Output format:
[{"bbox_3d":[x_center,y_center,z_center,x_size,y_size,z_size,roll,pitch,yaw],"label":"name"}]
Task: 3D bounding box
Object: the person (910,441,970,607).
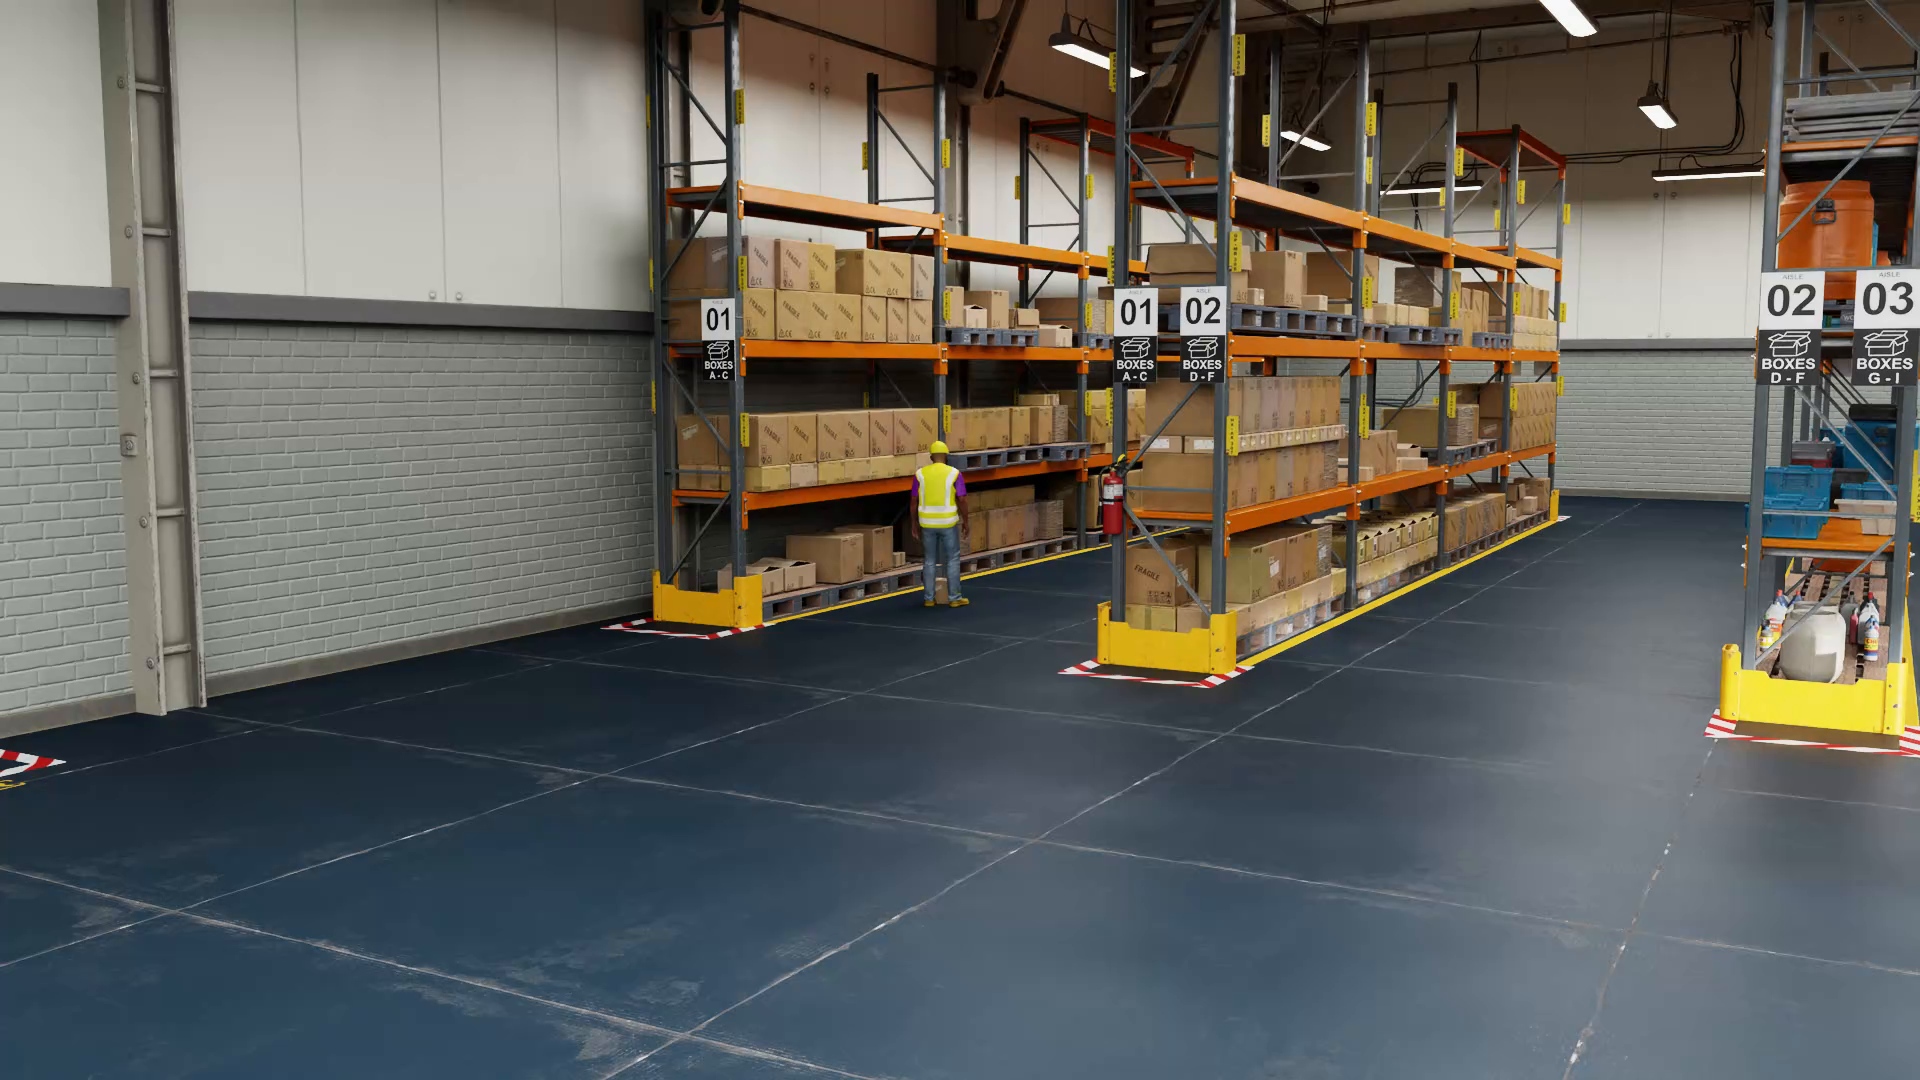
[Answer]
[{"bbox_3d":[-0.215,-0.175,17.746,0.636,1.761,0.454,1,6,13],"label":"person"}]
